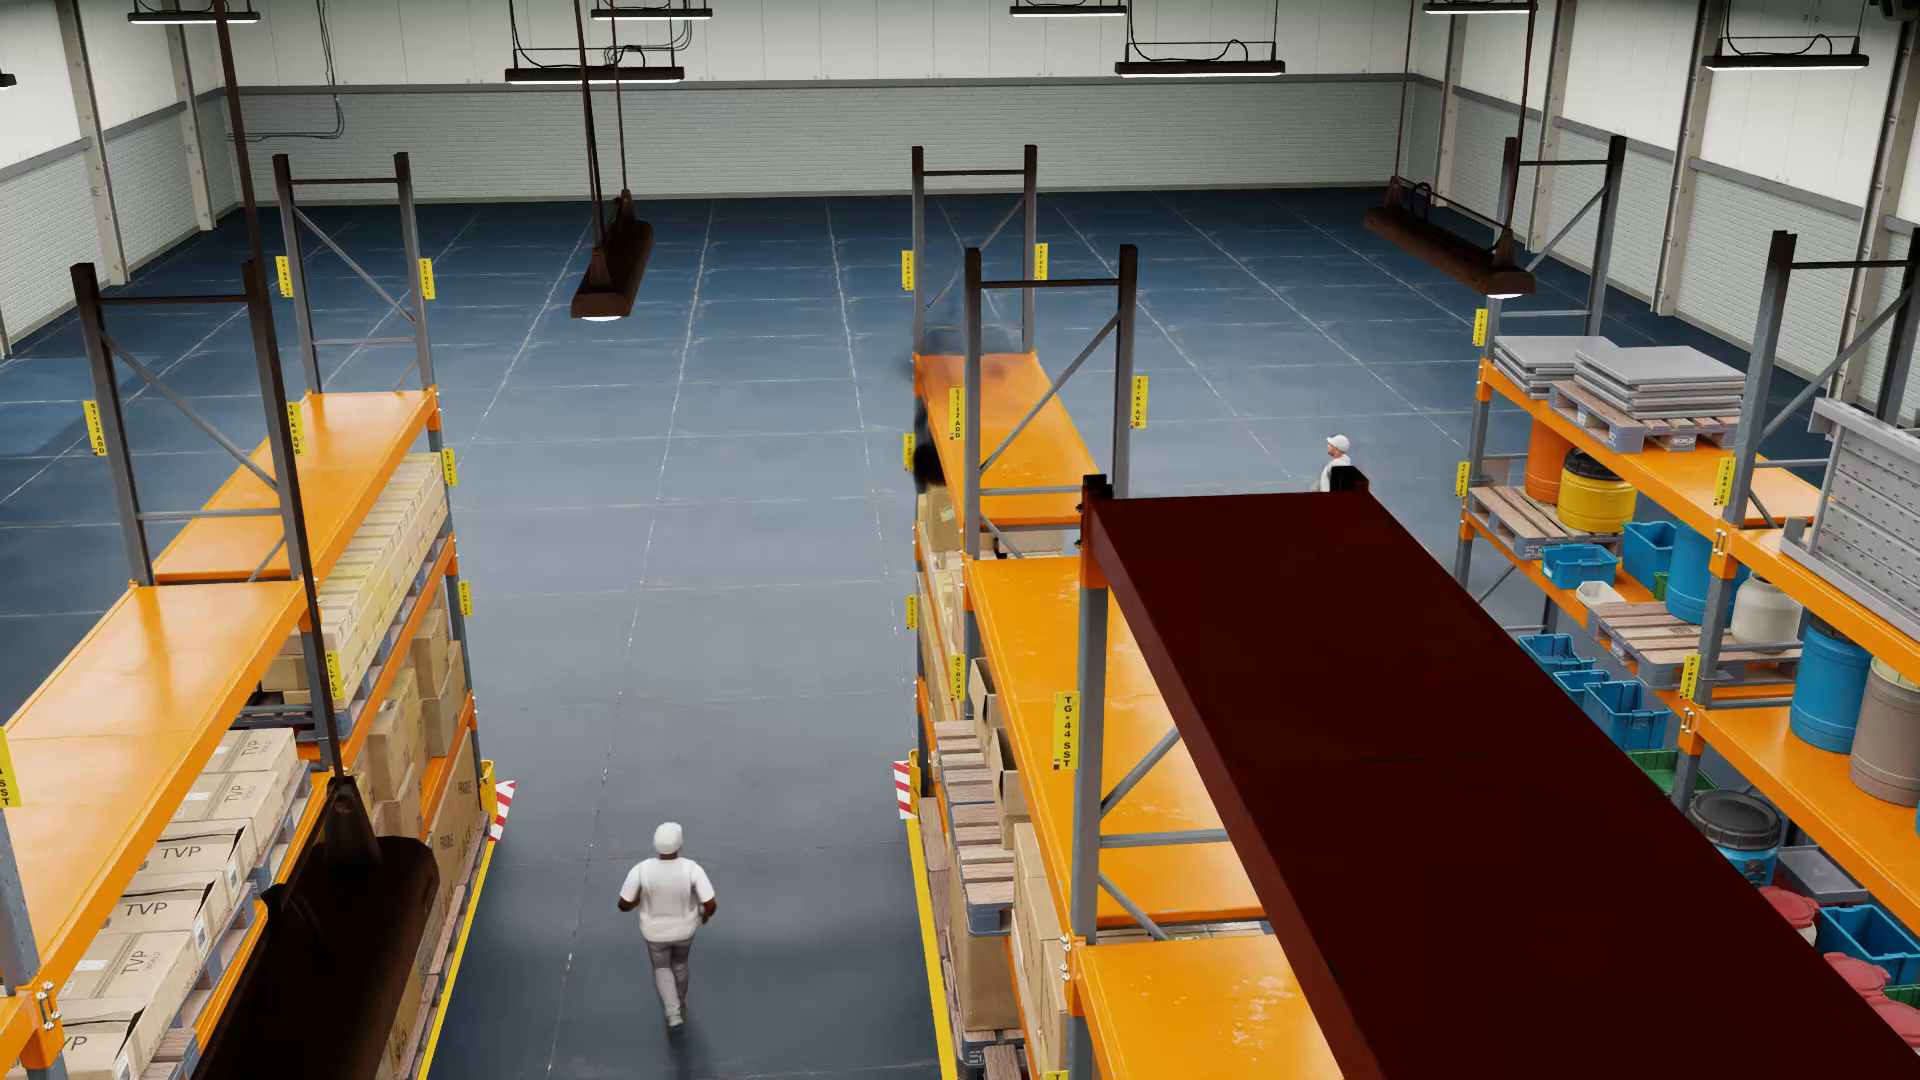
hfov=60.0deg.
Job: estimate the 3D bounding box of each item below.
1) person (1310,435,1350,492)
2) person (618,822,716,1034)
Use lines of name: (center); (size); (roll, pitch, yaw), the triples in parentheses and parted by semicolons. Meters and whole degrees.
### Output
person: (4.579, -0.459, 20.455); (0.598, 1.739, 0.657); (8, 23, 20)
person: (-2.113, 2.853, 12.097); (0.692, 1.754, 0.751); (-4, 22, -9)
